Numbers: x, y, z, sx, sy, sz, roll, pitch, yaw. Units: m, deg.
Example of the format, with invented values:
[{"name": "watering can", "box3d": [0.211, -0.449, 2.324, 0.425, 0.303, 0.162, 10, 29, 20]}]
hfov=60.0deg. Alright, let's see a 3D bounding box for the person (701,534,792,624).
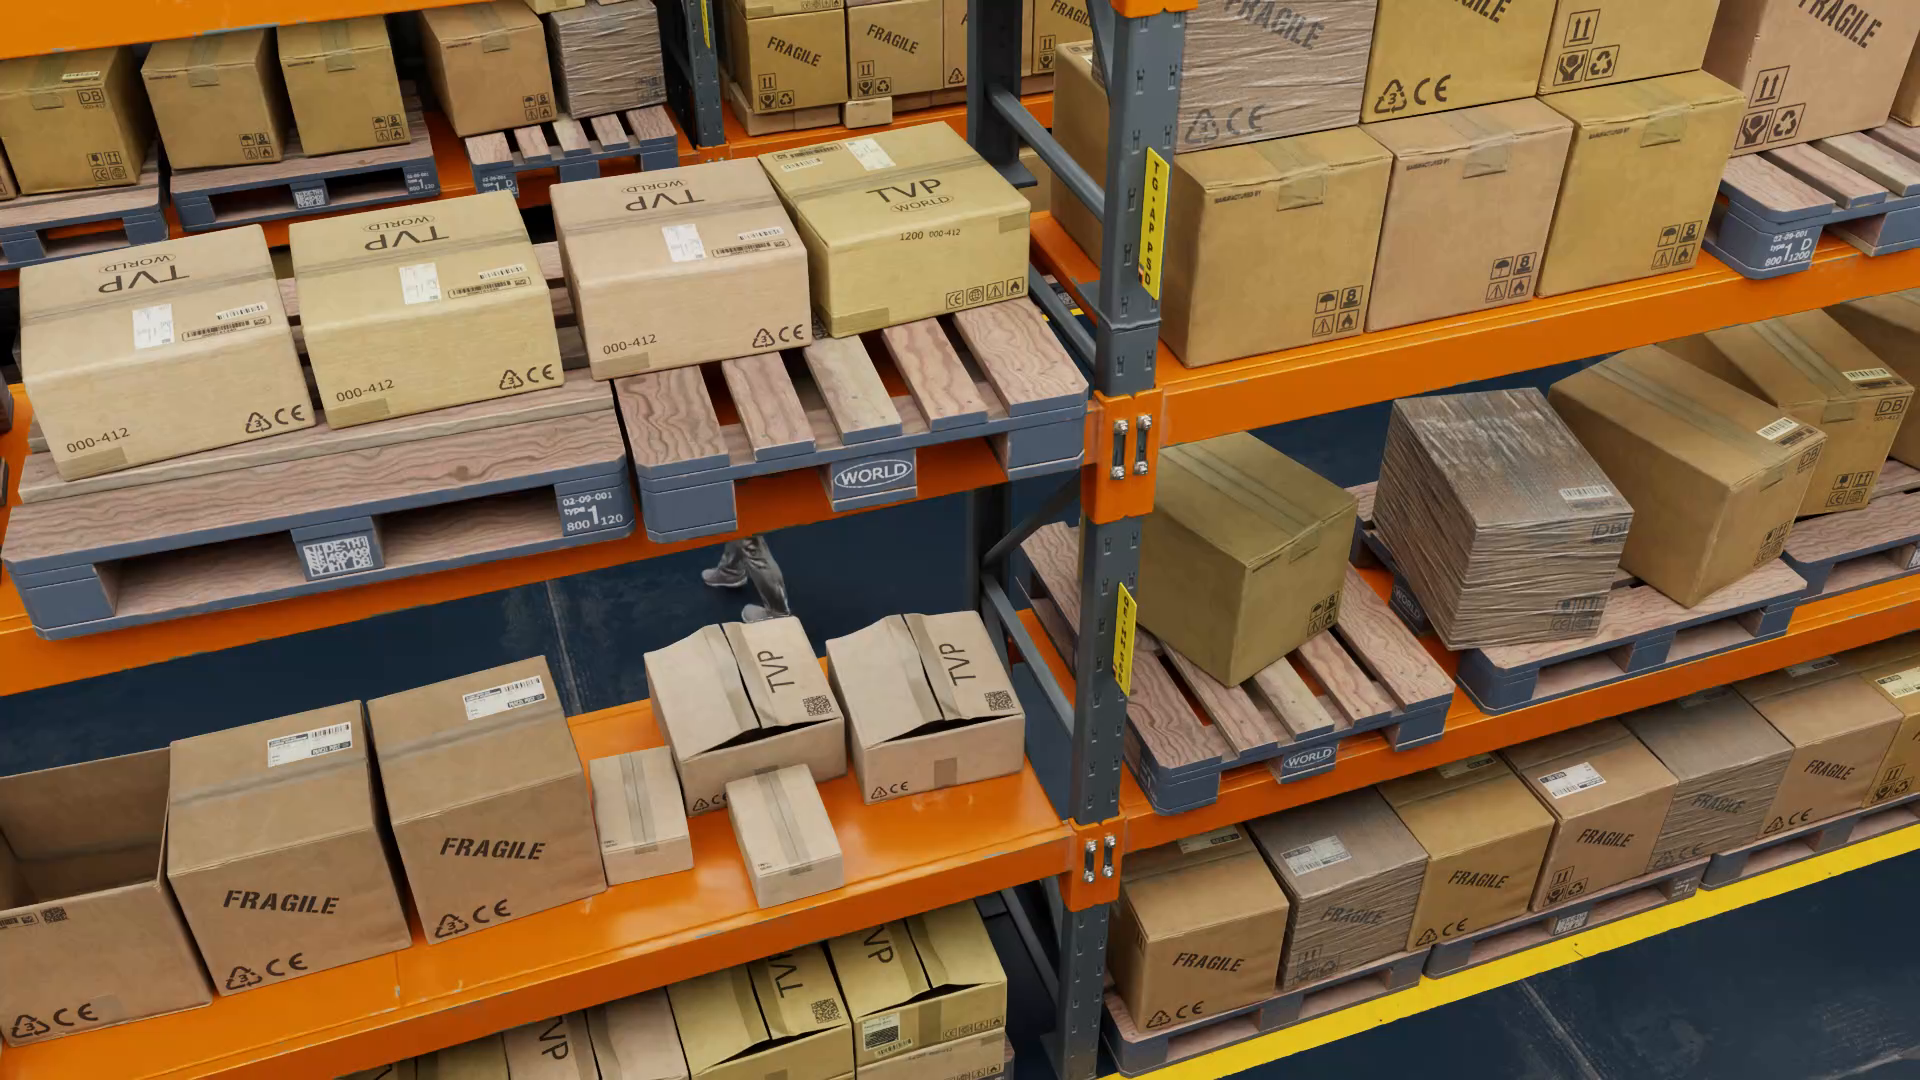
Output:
[{"name": "person", "box3d": [-0.998, -0.338, 7.216, 0.666, 1.721, 0.516, 21, 43, 25]}]
